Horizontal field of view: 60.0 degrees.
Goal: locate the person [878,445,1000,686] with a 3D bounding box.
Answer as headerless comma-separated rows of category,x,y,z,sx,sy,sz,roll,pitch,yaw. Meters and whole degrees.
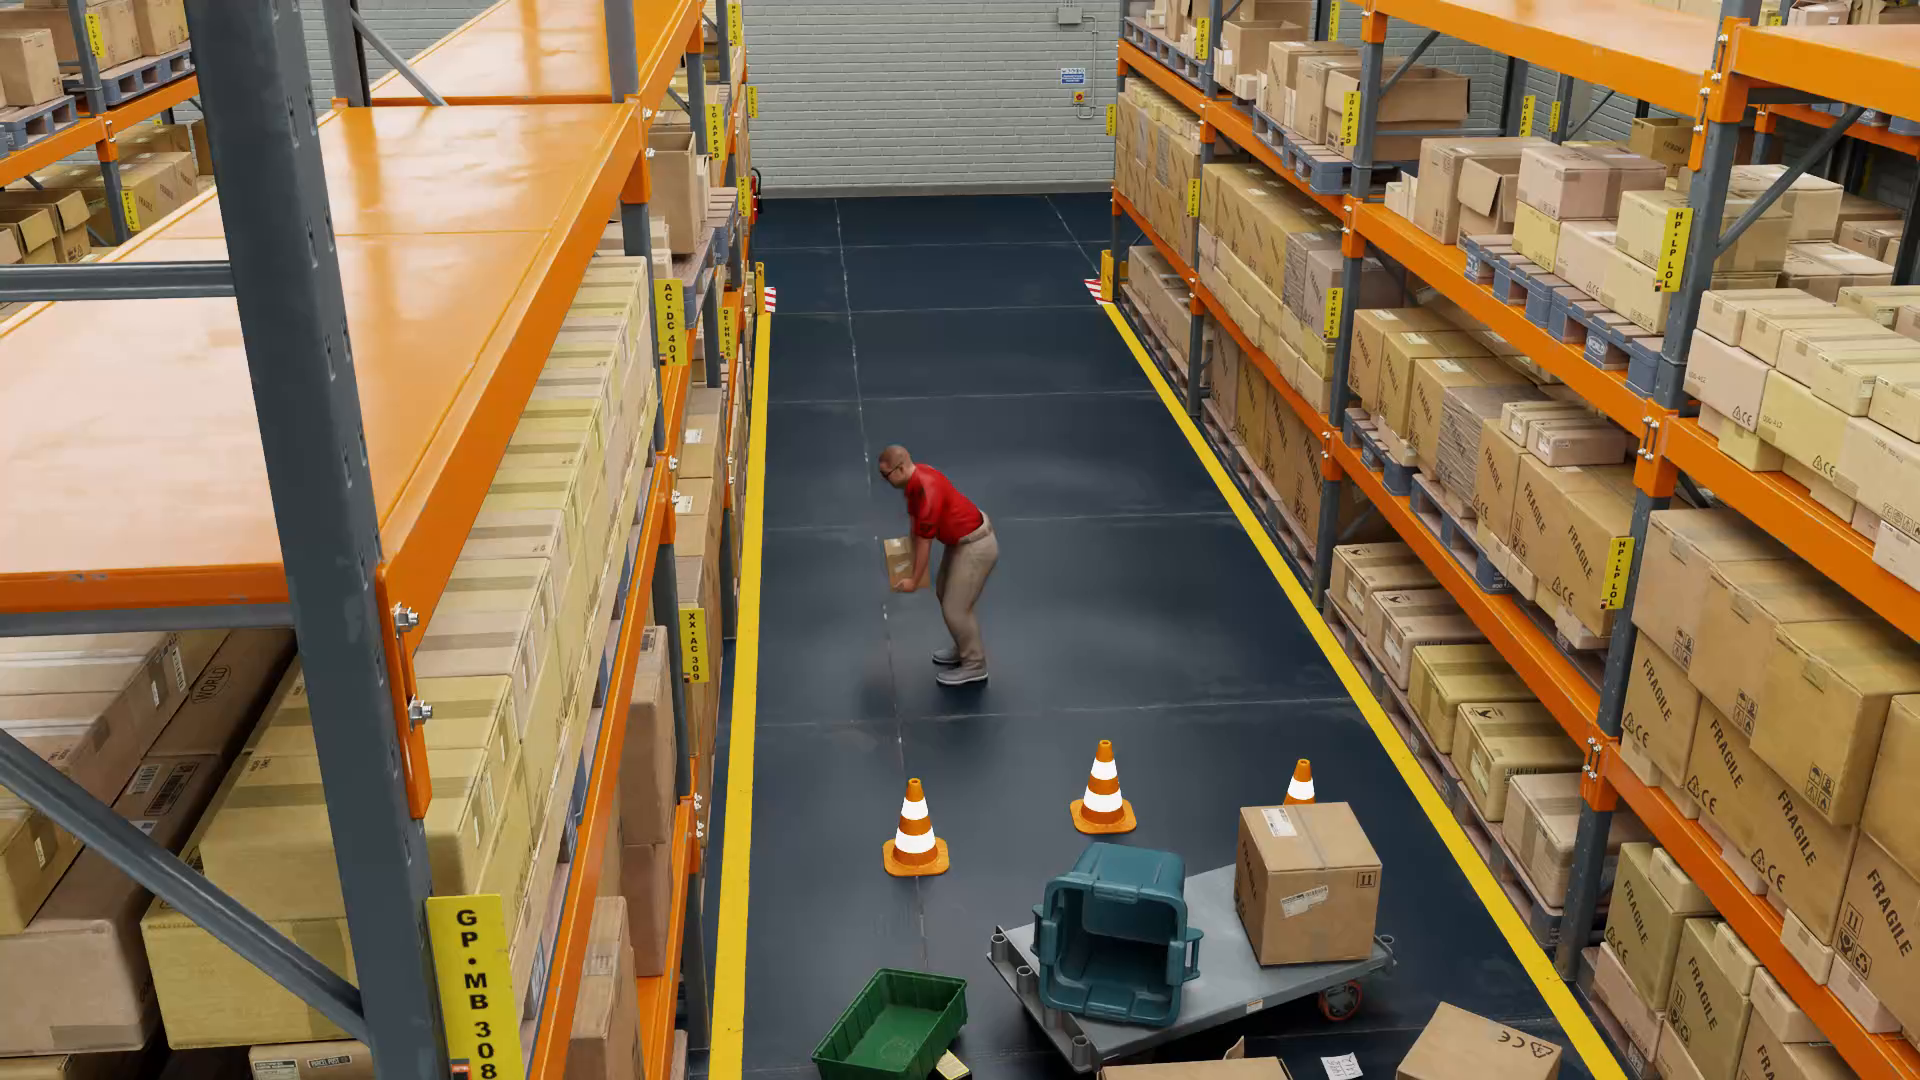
person,-0.128,0.130,10.285,0.733,1.548,0.485,-3,24,-6
